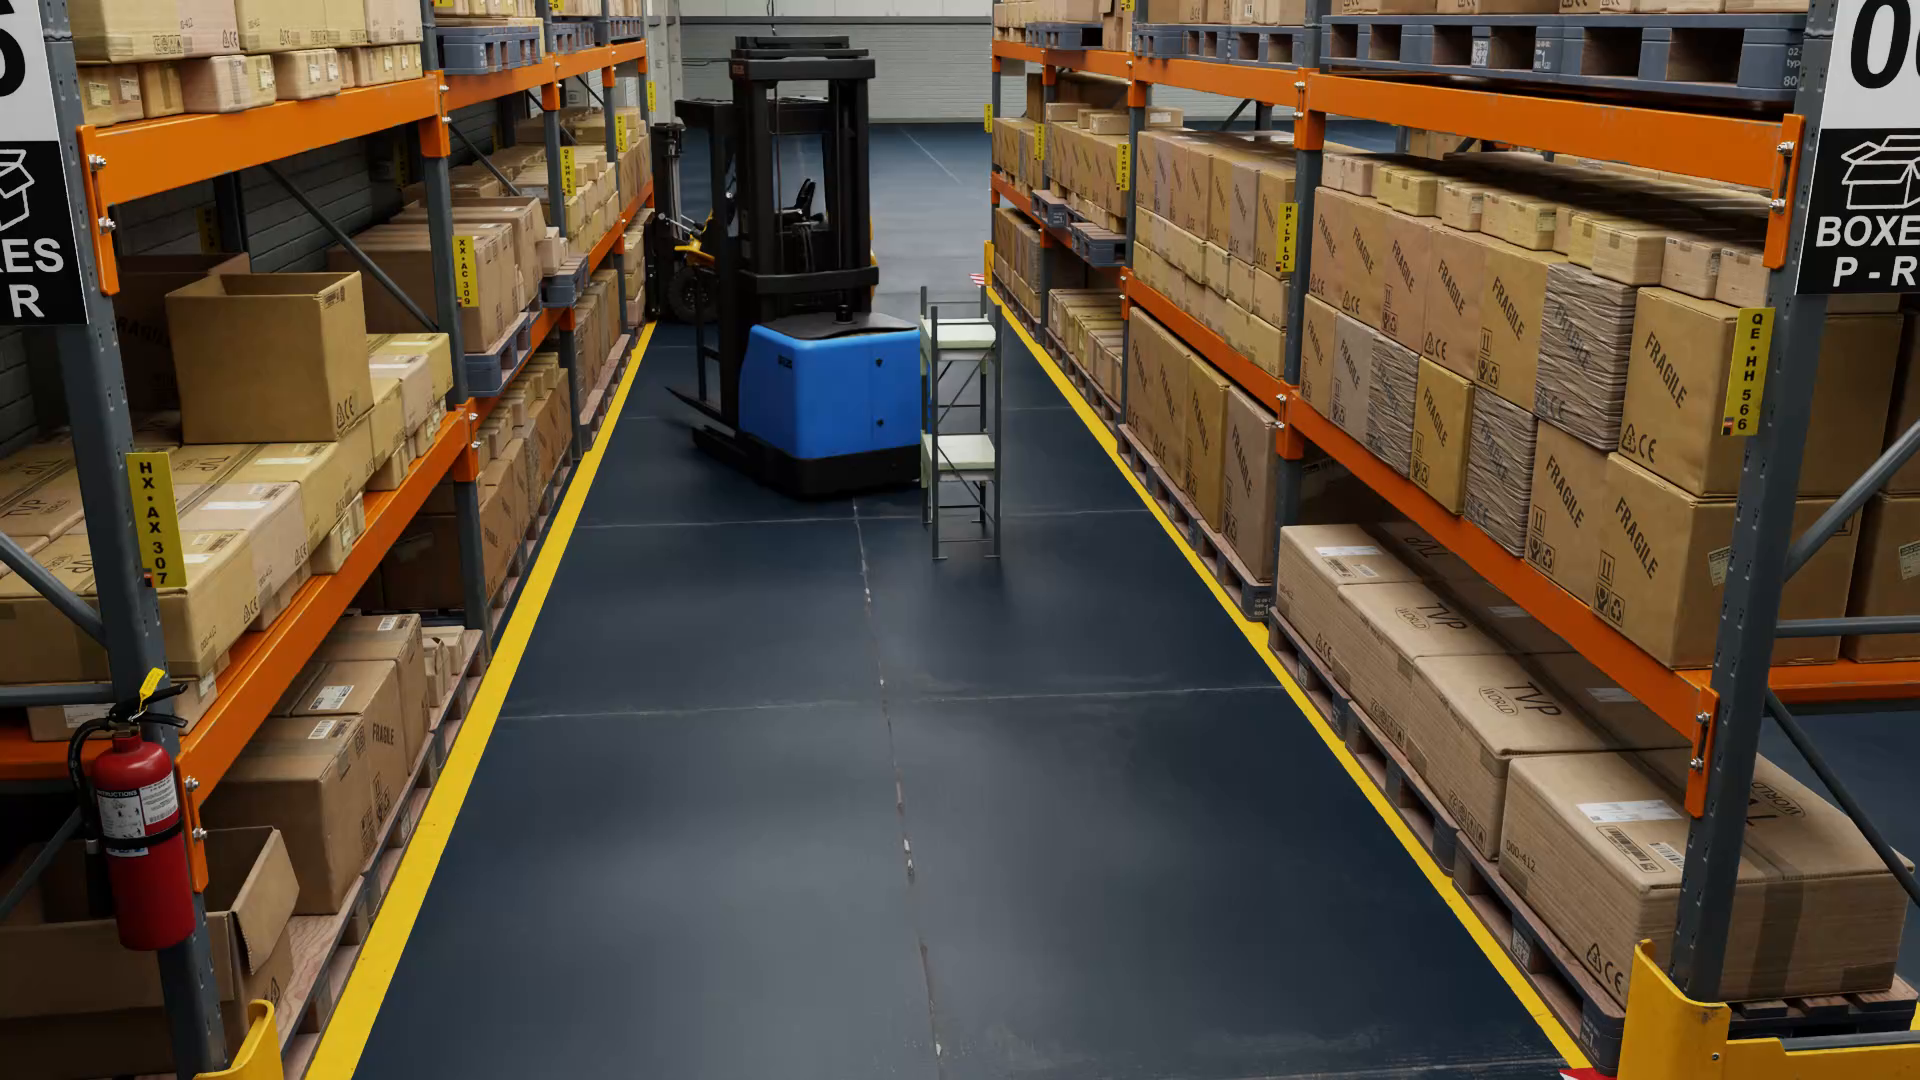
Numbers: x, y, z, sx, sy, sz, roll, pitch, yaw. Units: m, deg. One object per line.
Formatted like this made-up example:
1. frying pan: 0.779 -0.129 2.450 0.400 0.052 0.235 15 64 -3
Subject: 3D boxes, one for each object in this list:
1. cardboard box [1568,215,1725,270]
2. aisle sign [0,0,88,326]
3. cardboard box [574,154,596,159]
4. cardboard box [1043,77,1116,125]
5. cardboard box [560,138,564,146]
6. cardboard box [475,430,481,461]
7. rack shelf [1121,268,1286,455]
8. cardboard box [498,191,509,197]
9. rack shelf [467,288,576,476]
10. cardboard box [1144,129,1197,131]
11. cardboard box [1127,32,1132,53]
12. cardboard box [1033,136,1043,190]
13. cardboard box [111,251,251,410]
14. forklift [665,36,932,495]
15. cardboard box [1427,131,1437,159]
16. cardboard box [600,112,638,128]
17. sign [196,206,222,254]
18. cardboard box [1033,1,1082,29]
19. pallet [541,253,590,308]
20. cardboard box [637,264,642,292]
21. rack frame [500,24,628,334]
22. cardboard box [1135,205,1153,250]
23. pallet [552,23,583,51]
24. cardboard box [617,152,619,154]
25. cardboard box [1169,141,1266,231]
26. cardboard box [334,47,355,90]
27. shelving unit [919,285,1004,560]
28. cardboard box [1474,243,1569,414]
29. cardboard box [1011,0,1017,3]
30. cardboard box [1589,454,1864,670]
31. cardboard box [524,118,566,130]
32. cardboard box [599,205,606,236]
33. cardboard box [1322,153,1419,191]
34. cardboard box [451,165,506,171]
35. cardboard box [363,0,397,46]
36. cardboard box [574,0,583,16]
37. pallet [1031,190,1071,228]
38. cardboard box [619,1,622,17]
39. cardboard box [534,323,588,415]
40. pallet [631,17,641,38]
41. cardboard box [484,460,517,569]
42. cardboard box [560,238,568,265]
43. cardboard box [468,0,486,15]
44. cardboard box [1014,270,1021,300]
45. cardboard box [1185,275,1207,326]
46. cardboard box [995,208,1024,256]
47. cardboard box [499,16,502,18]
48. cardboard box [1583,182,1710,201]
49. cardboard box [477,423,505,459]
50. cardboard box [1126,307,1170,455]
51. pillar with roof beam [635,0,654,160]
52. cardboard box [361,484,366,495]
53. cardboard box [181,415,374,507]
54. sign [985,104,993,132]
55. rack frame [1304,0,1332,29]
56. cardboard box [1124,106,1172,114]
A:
1. cardboard box: 2.145 -0.929 5.209 0.380 0.149 0.250 -1 17 -4
2. aisle sign: -2.111 -0.843 3.515 0.394 0.787 0.004 -2 18 -6
3. cardboard box: -3.250 -3.146 13.942 0.380 0.149 0.250 -2 18 -7
4. cardboard box: 1.260 -4.604 17.501 0.700 0.500 0.500 -2 18 -6
5. cardboard box: -4.015 -3.787 15.982 0.380 0.149 0.250 -1 17 -4
6. cardboard box: -2.669 -0.456 8.514 0.380 0.149 0.250 -3 18 -8
7. rack shelf: 1.908 -1.213 10.234 1.077 0.370 4.000 -2 18 -6
8. cardboard box: -3.612 -2.442 12.364 0.500 0.250 0.500 -2 18 -5
9. rack shelf: -3.029 -1.058 9.742 1.077 0.370 4.000 -2 18 -6
10. cardboard box: 1.720 -3.146 13.824 0.500 0.500 0.500 -2 18 -8
11. cardboard box: 1.427 -3.624 12.126 0.380 0.149 0.250 -2 18 -6
12. cardboard box: 0.996 -3.658 16.158 0.500 0.500 0.500 -2 18 -7
13. cardboard box: -2.933 -0.782 6.162 0.500 0.500 0.500 -2 18 -7
14. forklift: -1.329 -2.084 11.922 1.130 2.935 3.031 -10 20 -28
15. cardboard box: 5.952 -4.518 19.309 0.875 0.550 0.550 -2 18 -6
16. cardboard box: -3.582 -4.403 17.447 0.380 0.149 0.250 -1 17 -5
17. sign: -3.374 -1.340 7.505 0.100 0.325 0.005 -2 18 -6
18. cardboard box: 0.976 -4.969 15.743 0.500 0.250 0.500 -2 18 -6
19. pallet: -3.095 -1.706 10.924 1.213 0.211 1.003 -2 18 -6
20. cardboard box: -3.444 -2.620 16.569 0.500 0.250 0.500 -2 18 -6
21. rack frame: -3.647 -3.189 15.328 1.000 3.000 0.127 -2 18 -6
22. cardboard box: 1.509 -2.160 11.466 0.500 0.250 0.500 -2 18 -6
23. pallet: -3.512 -3.871 12.807 1.003 0.211 1.213 -1 17 -3
24. cardboard box: -3.447 -3.727 15.790 0.380 0.149 0.250 -1 17 -4
25. cardboard box: 1.608 -2.220 10.405 0.500 0.500 0.500 -1 17 -4
26. cardboard box: -2.431 -1.712 6.034 0.380 0.149 0.250 -1 17 -4
27. shelving unit: -0.001 -0.718 9.959 0.431 1.500 0.755 -2 18 -6
28. cardboard box: 2.110 -0.732 5.664 0.500 0.500 0.500 -2 18 -6
29. cardboard box: 0.735 -5.736 17.519 0.380 0.149 0.250 -1 17 -4
30. cardboard box: 2.214 0.048 4.849 0.500 0.500 0.500 -2 18 -5
31. cardboard box: -4.101 -4.079 16.416 0.380 0.149 0.250 -2 18 -7
32. cardboard box: -3.257 -2.677 13.947 0.500 0.250 0.500 -2 18 -5
33. cardboard box: 1.889 -1.692 7.641 0.380 0.149 0.250 -2 18 -6
34. cardboard box: -3.727 -2.822 12.908 0.380 0.149 0.250 -2 18 -7
35. cardboard box: -2.459 -2.017 6.339 0.500 0.250 0.500 -2 18 -8
36. cardboard box: -3.172 -4.251 12.667 0.500 0.500 0.500 -1 17 -4
37. pallet: 1.223 -3.020 15.109 1.003 0.211 1.213 -2 18 -6
38. cardboard box: -3.471 -5.121 16.024 0.380 0.149 0.250 -1 17 -4
39. cardboard box: -3.286 -1.251 12.418 0.875 0.625 0.625 -1 17 -4
40. pallet: -4.013 -5.559 18.014 1.003 0.211 1.213 -2 18 -6
41. cardboard box: -2.713 -0.123 9.033 0.500 0.500 0.500 -2 18 -6
42. cardboard box: -2.786 -1.894 10.921 0.380 0.149 0.250 -1 17 -5
43. cardboard box: -2.450 -2.545 7.818 0.380 0.149 0.250 -2 17 -5
44. cardboard box: 0.848 -2.710 17.691 0.500 0.250 0.500 -2 17 -5
45. cardboard box: 1.675 -1.471 10.105 0.500 0.250 0.500 -2 18 -6
46. cardboard box: 0.688 -3.526 19.037 0.500 0.500 0.500 -2 18 -7
47. cardboard box: -2.905 -3.144 9.760 0.380 0.149 0.250 -2 18 -5
48. cardboard box: 2.572 -1.257 6.254 0.380 0.149 0.250 -2 18 -6
49. cardboard box: -2.768 -0.551 9.314 0.380 0.149 0.250 -2 18 -6
50. cardboard box: 1.691 -1.130 11.616 0.875 0.875 0.875 -2 18 -6
51. pillar with roof beam: -2.459 -12.504 34.982 9.100 9.000 0.400 -2 18 -6
52. cardboard box: -2.469 -0.211 6.260 0.380 0.149 0.250 -2 17 -5
53. cardboard box: -2.370 -0.281 5.817 0.500 0.250 0.500 -2 18 -7
54. sign: 0.337 -4.932 19.433 0.100 0.325 0.005 -2 18 -6
55. rack frame: 2.114 -3.823 7.329 1.000 3.000 0.127 -2 18 -6
56. cardboard box: 1.646 -3.708 14.532 0.380 0.149 0.250 -2 18 -7
